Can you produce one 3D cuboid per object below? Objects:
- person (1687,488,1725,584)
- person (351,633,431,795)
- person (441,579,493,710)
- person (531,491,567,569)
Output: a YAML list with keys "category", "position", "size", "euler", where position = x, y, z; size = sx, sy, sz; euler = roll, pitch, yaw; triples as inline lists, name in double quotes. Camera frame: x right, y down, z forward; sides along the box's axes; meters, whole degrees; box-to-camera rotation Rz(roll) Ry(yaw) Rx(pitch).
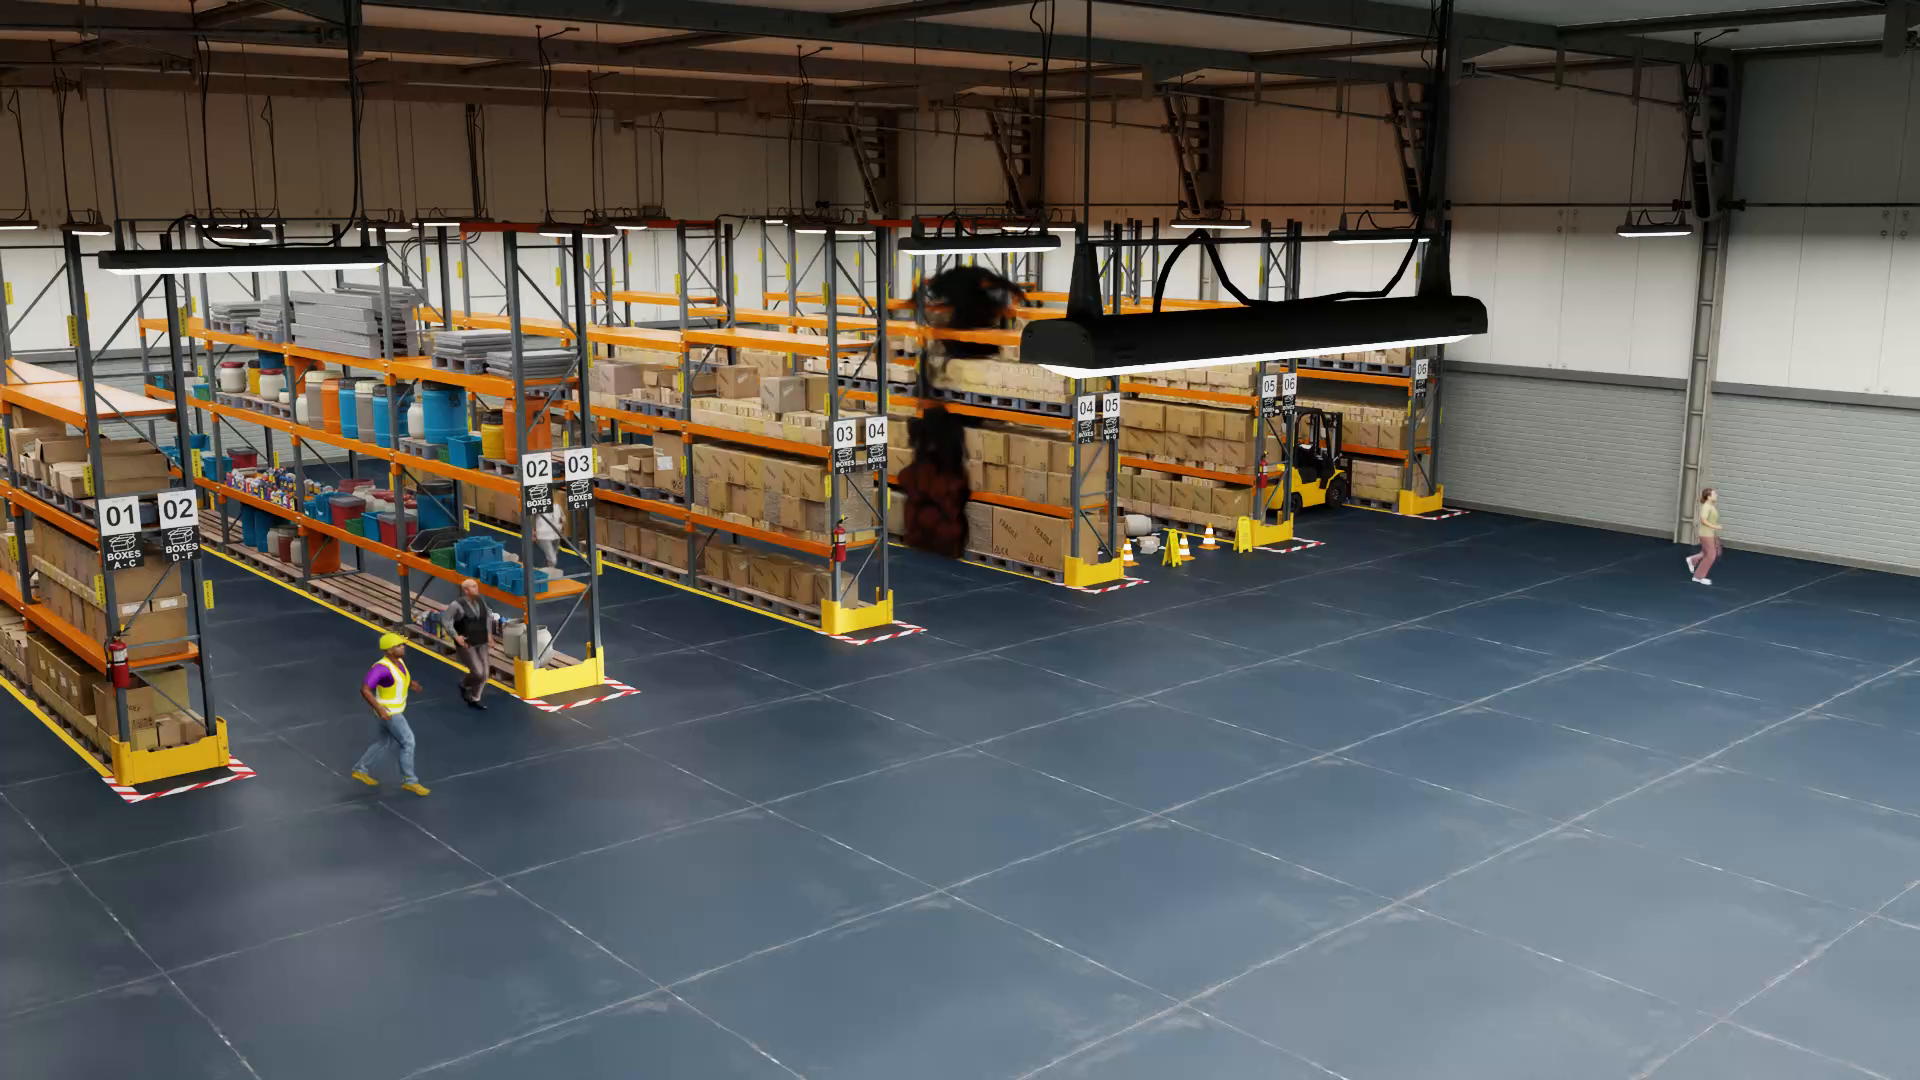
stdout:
- category: "person"
  position: [12.630, -0.068, 28.142]
  size: [0.560, 1.616, 0.617]
  euler: [6, 13, 28]
- category: "person"
  position: [-6.227, 1.882, 18.062]
  size: [0.850, 1.803, 0.690]
  euler: [-2, 12, -9]
- category: "person"
  position: [-6.153, 1.333, 21.063]
  size: [0.515, 1.687, 0.687]
  euler: [9, 14, 37]
- category: "person"
  position: [-6.770, -0.006, 27.361]
  size: [0.836, 1.817, 0.635]
  euler: [9, 14, 37]
